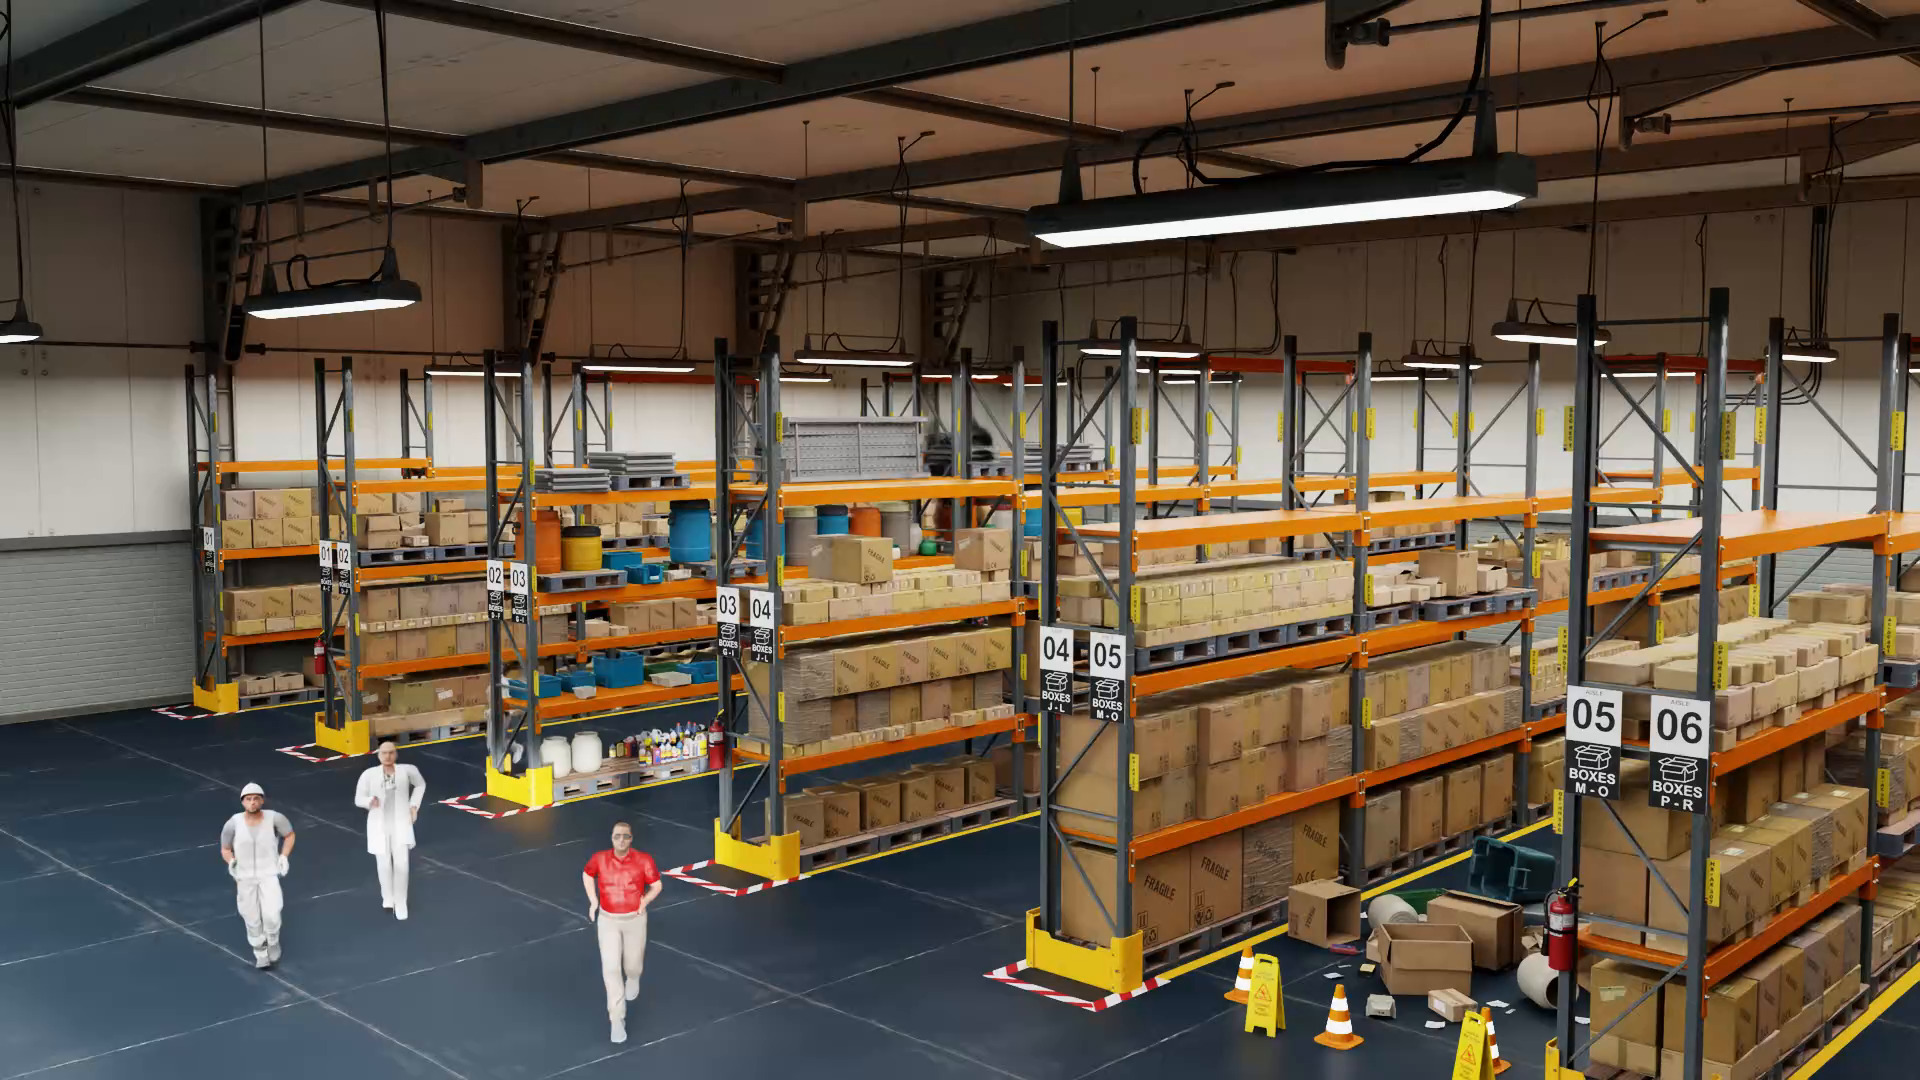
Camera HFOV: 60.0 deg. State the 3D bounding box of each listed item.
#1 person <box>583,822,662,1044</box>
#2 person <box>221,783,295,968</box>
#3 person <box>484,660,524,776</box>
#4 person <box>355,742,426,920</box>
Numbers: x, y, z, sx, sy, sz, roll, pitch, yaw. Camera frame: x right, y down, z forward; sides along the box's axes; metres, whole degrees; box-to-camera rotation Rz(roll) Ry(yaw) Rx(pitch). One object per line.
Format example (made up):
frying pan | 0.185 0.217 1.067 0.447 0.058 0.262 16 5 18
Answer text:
person | -2.849 3.238 14.043 0.664 1.737 0.951 -1 4 -10
person | -6.460 3.109 15.299 0.628 1.739 0.566 -1 5 -18
person | -6.547 2.517 23.845 0.614 1.684 0.647 4 6 40
person | -5.833 2.983 17.044 0.684 1.828 0.766 -1 5 -16
